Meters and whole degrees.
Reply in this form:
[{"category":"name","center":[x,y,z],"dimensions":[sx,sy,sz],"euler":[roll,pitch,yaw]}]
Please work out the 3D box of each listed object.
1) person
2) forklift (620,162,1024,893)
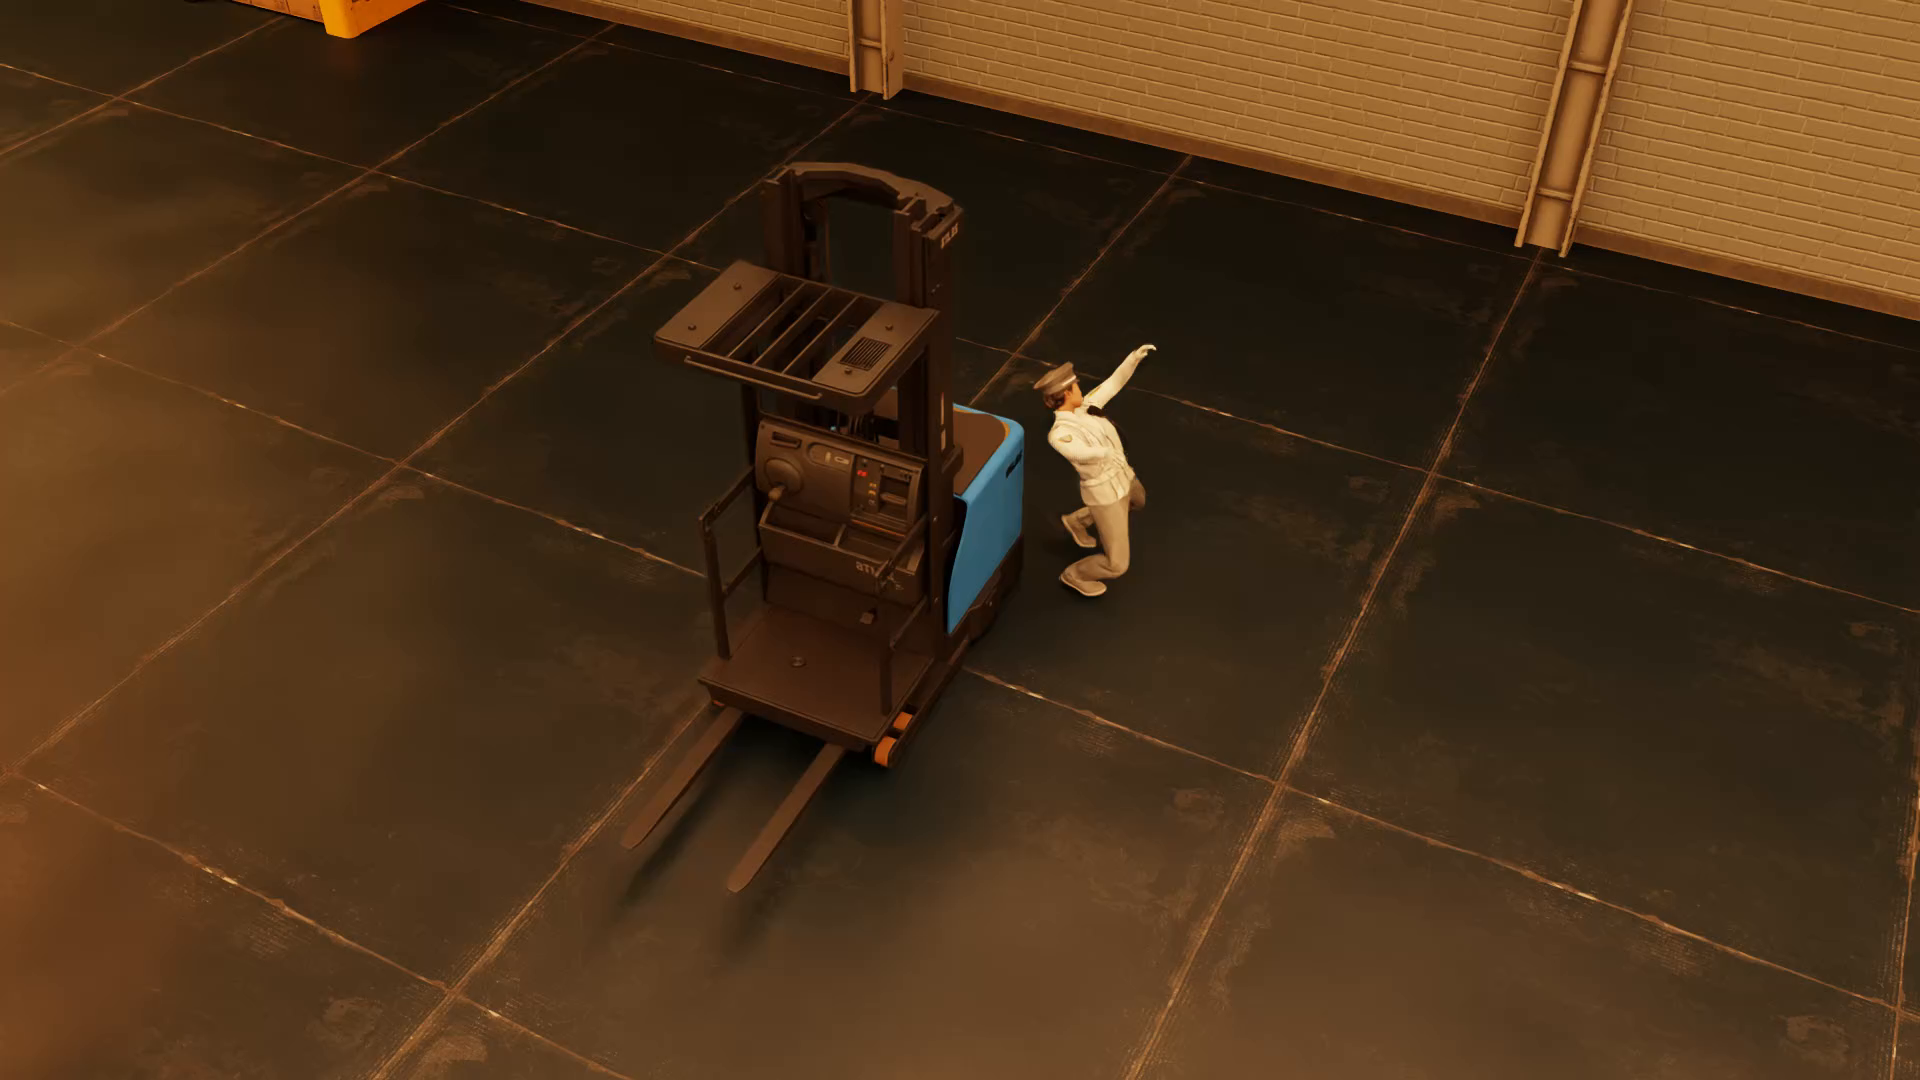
[{"category":"person","center":[0.685,-0.313,9.402],"dimensions":[0.680,1.542,0.942],"euler":[9,41,10]},{"category":"forklift","center":[-0.712,-0.241,8.273],"dimensions":[1.130,2.935,3.031],"euler":[17,43,19]}]
